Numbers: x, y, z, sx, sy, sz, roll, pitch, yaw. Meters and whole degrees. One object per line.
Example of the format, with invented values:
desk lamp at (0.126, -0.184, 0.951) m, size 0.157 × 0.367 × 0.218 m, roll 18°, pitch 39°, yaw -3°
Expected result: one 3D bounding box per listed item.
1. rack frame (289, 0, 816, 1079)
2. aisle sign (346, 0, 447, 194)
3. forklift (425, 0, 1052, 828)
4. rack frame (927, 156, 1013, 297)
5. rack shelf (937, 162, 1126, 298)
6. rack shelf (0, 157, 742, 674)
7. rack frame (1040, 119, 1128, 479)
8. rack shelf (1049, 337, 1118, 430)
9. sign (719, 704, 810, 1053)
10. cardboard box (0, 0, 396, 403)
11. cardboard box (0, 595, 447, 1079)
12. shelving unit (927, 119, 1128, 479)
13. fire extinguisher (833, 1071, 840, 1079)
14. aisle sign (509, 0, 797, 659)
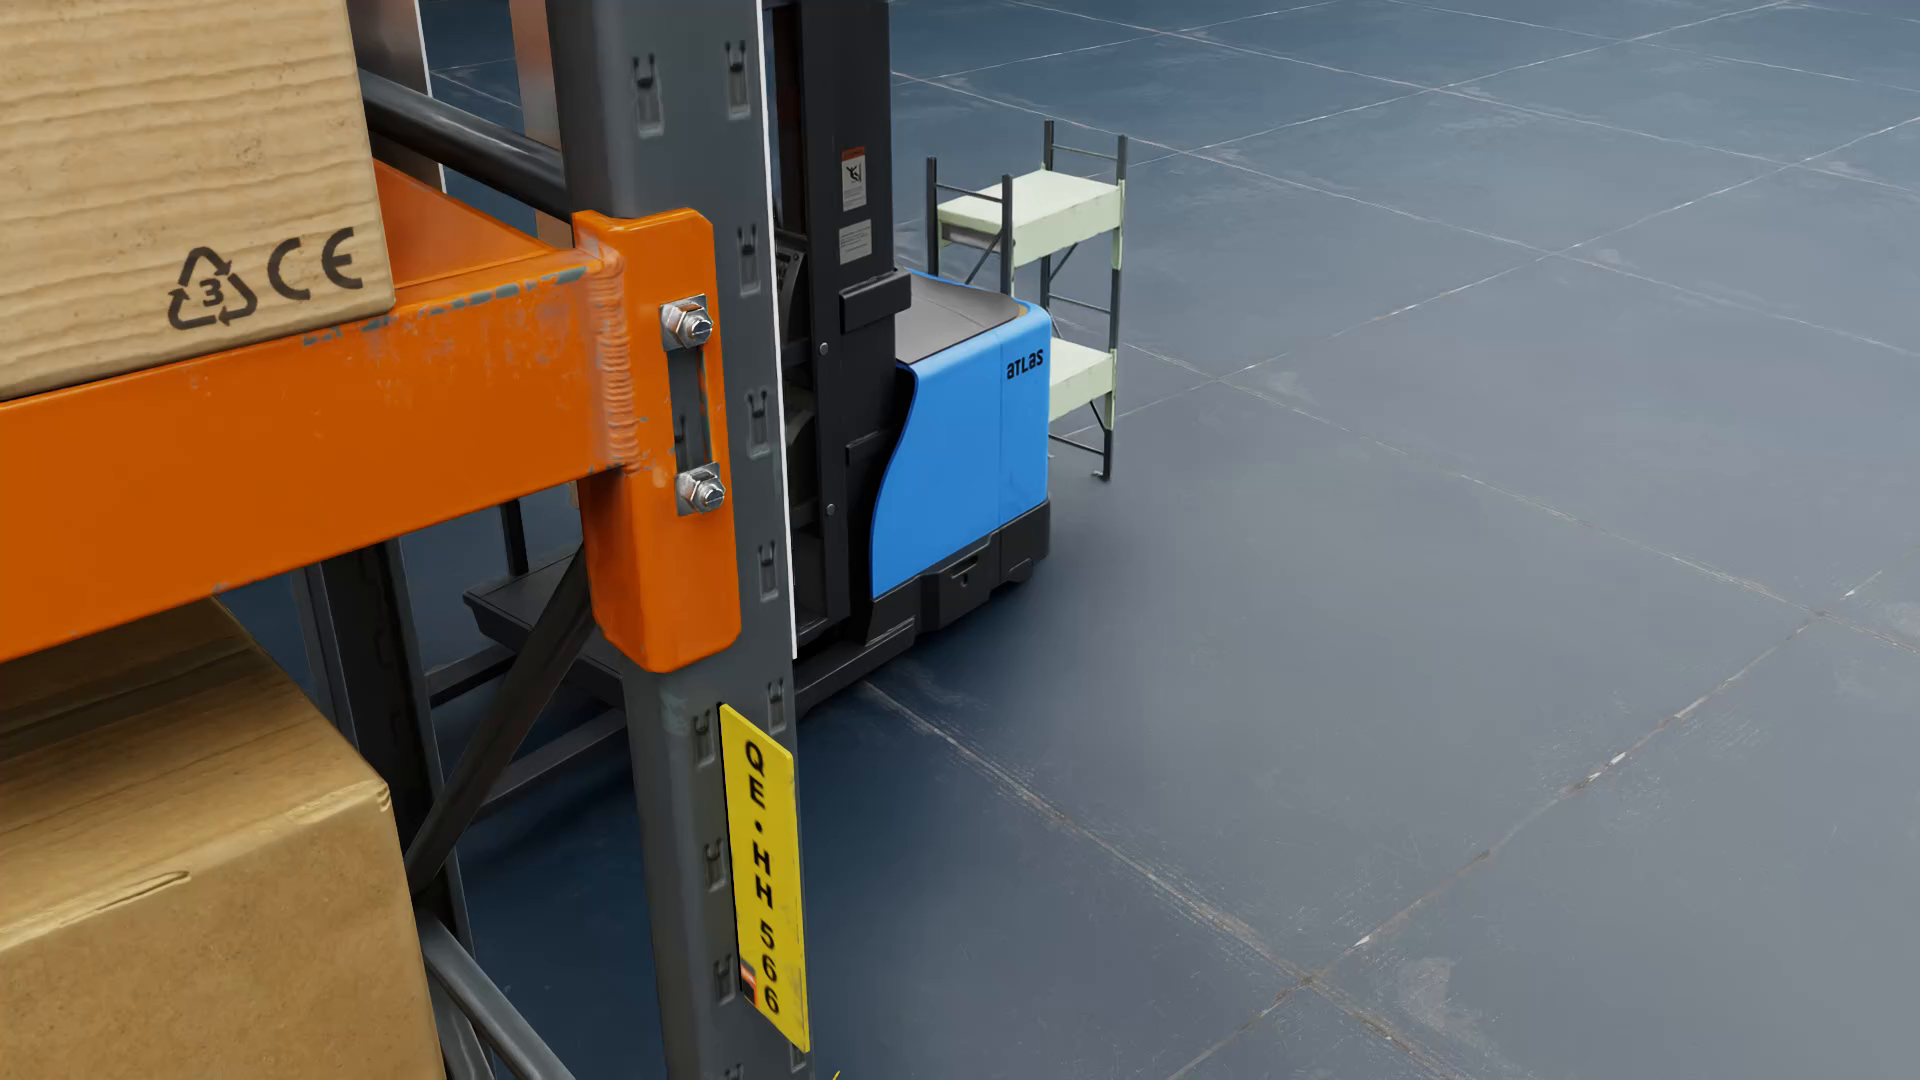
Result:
rack frame at (-0.516, 0.743, 2.178) m, size 0.053 × 2.616 × 0.949 m, roll -22°, pitch 35°, yaw -35°
aisle sign at (-0.661, -0.529, 1.800) m, size 0.004 × 0.787 × 0.394 m, roll -22°, pitch 35°, yaw -35°
forklift at (-0.981, -0.807, 5.150) m, size 1.130 × 2.935 × 3.031 m, roll 22°, pitch 35°, yaw 35°
rack frame at (0.034, -0.725, 6.516) m, size 0.400 × 1.500 × 0.023 m, roll 22°, pitch 35°, yaw 35°
rack shelf at (0.269, -1.202, 6.579) m, size 0.431 × 0.370 × 0.720 m, roll 22°, pitch 35°, yaw 35°
rack shelf at (-2.035, 0.350, 0.494) m, size 4.000 × 0.370 × 1.077 m, roll -22°, pitch 35°, yaw -35°
rack frame at (0.504, -0.990, 7.011) m, size 0.400 × 1.500 × 0.023 m, roll 22°, pitch 35°, yaw 35°
rack shelf at (0.269, -0.570, 6.917) m, size 0.431 × 0.370 × 0.720 m, roll 22°, pitch 35°, yaw 35°
sign at (-0.169, 0.299, 1.445) m, size 0.005 × 0.325 × 0.100 m, roll -22°, pitch 35°, yaw -35°
cardboard box at (-0.715, -0.275, 1.058) m, size 0.500 × 0.250 × 0.500 m, roll -21°, pitch 35°, yaw -34°
cardboard box at (-0.772, 0.384, 1.366) m, size 0.500 × 0.500 × 0.500 m, roll -22°, pitch 35°, yaw -35°
shelving unit at (0.269, -0.857, 6.763) m, size 0.431 × 1.500 × 0.755 m, roll 22°, pitch 35°, yaw 35°
fire extinguisher at (-0.127, 0.908, 1.950) m, size 0.183 × 0.674 × 0.296 m, roll -22°, pitch 35°, yaw -35°
aisle sign at (-0.272, -0.314, 1.397) m, size 0.004 × 0.787 × 0.394 m, roll -22°, pitch 35°, yaw -35°
